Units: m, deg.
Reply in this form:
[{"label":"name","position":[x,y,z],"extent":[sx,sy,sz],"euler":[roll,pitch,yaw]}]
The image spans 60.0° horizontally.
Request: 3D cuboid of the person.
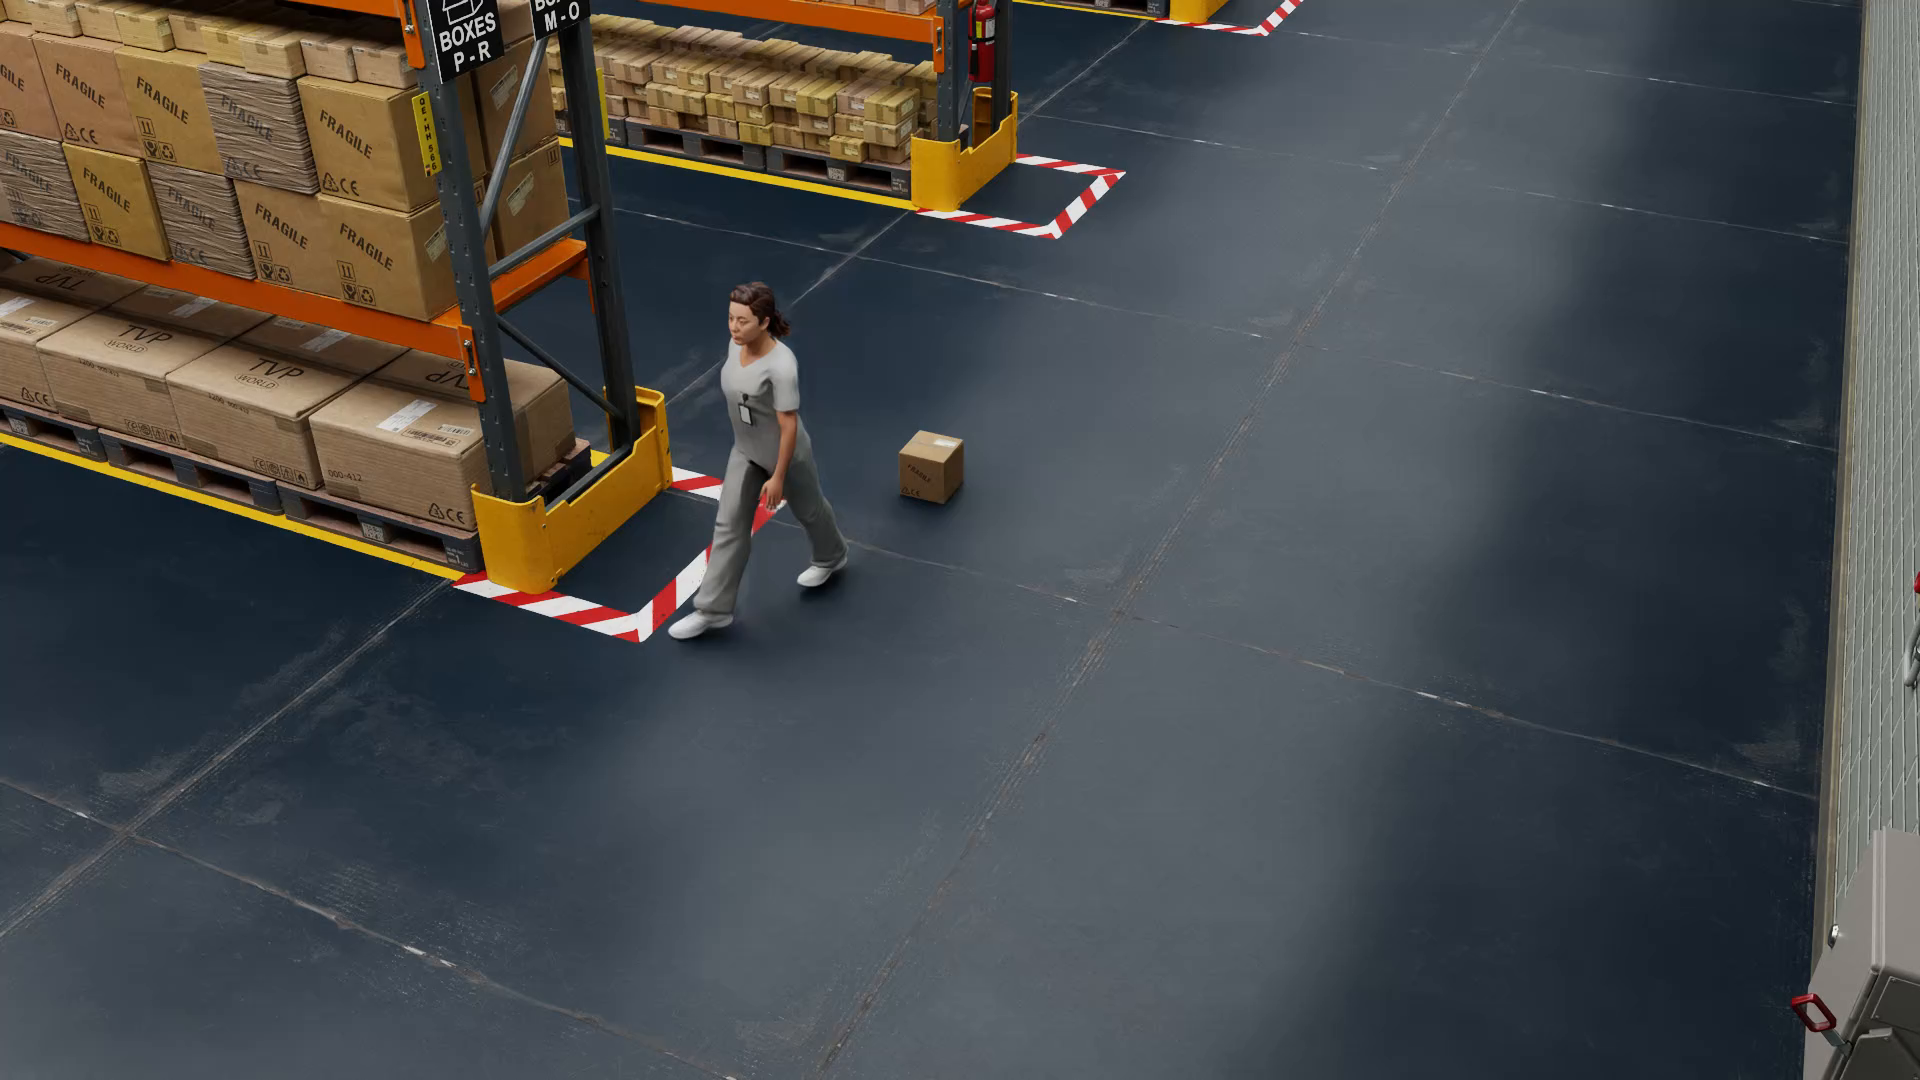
[{"label":"person","position":[-0.873,-0.364,7.216],"extent":[0.477,1.610,0.975],"euler":[26,41,33]}]
